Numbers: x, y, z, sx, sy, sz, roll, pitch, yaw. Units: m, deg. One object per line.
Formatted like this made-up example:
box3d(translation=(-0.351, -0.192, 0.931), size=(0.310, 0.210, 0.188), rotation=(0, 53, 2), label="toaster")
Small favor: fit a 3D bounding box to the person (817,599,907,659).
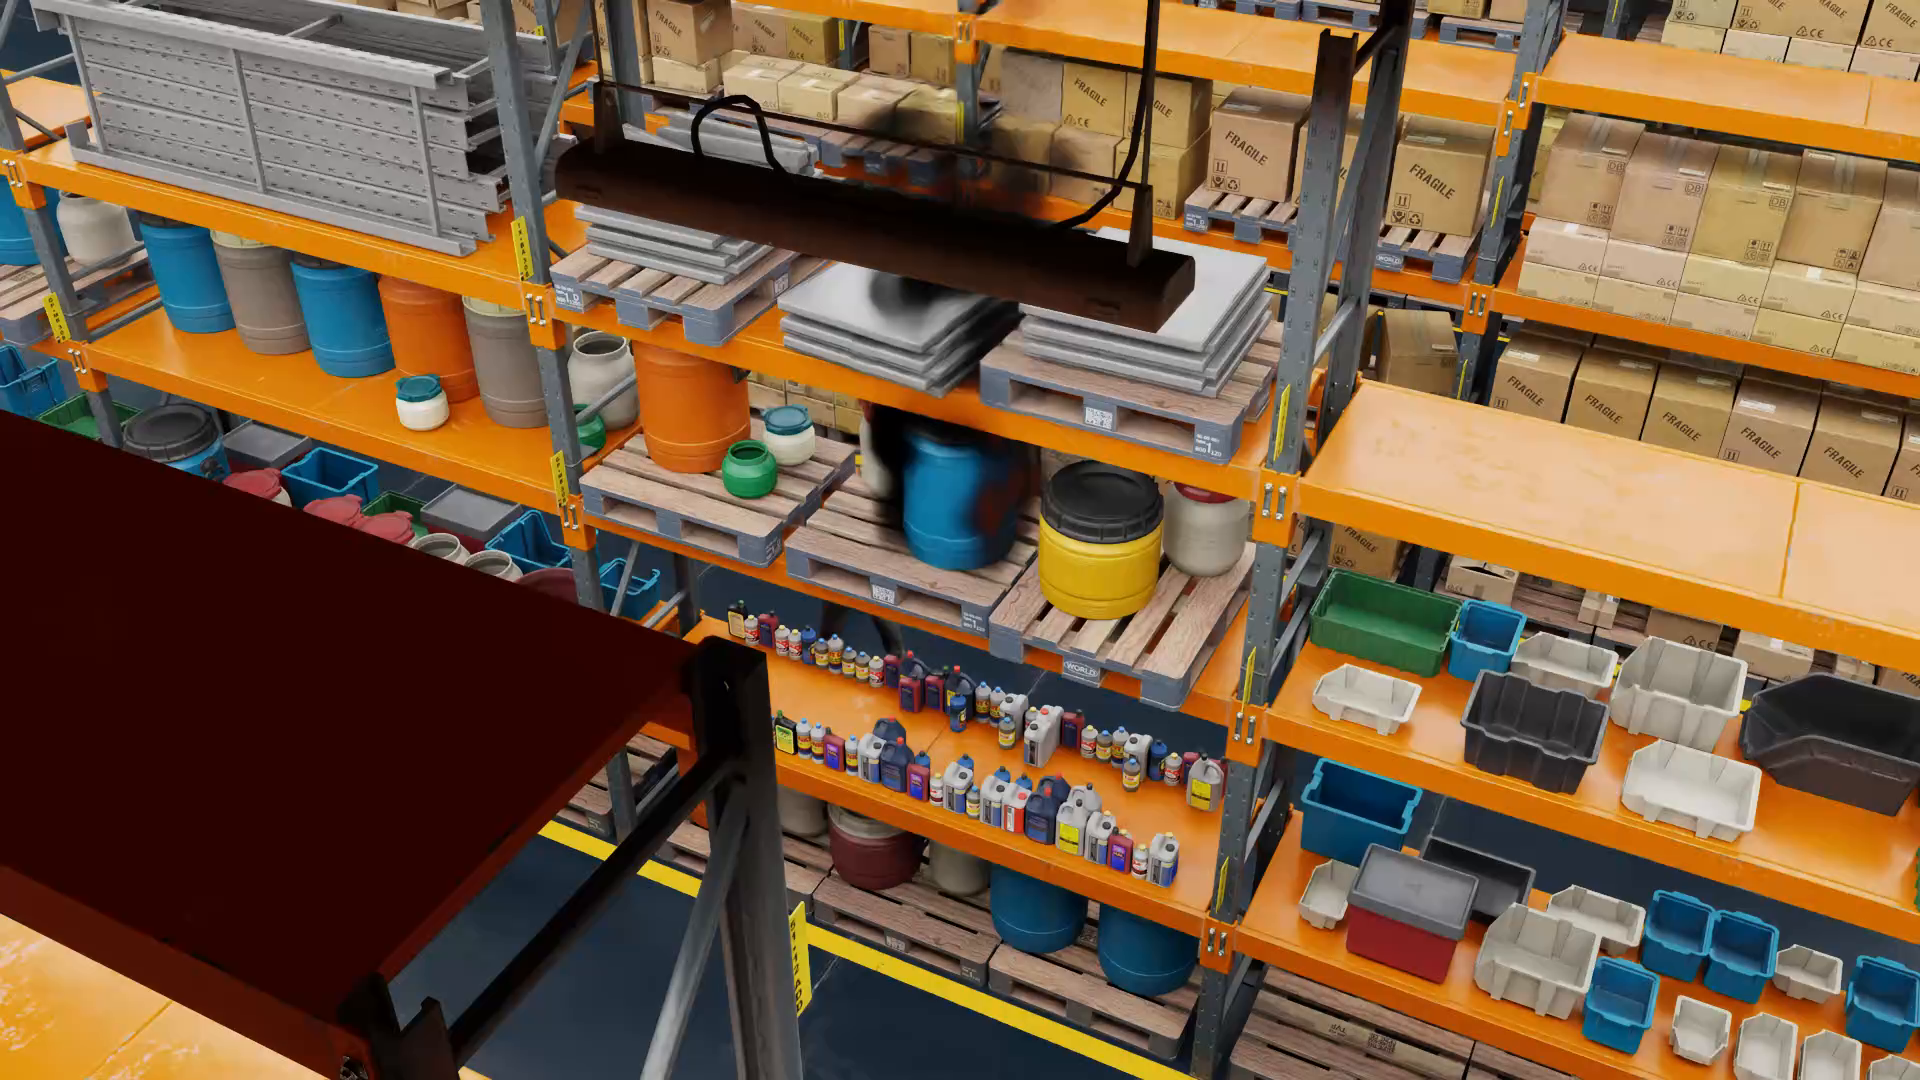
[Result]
box3d(translation=(-0.768, 0.261, 11.535), size=(0.842, 1.695, 0.575), rotation=(14, 37, 19), label="person")
